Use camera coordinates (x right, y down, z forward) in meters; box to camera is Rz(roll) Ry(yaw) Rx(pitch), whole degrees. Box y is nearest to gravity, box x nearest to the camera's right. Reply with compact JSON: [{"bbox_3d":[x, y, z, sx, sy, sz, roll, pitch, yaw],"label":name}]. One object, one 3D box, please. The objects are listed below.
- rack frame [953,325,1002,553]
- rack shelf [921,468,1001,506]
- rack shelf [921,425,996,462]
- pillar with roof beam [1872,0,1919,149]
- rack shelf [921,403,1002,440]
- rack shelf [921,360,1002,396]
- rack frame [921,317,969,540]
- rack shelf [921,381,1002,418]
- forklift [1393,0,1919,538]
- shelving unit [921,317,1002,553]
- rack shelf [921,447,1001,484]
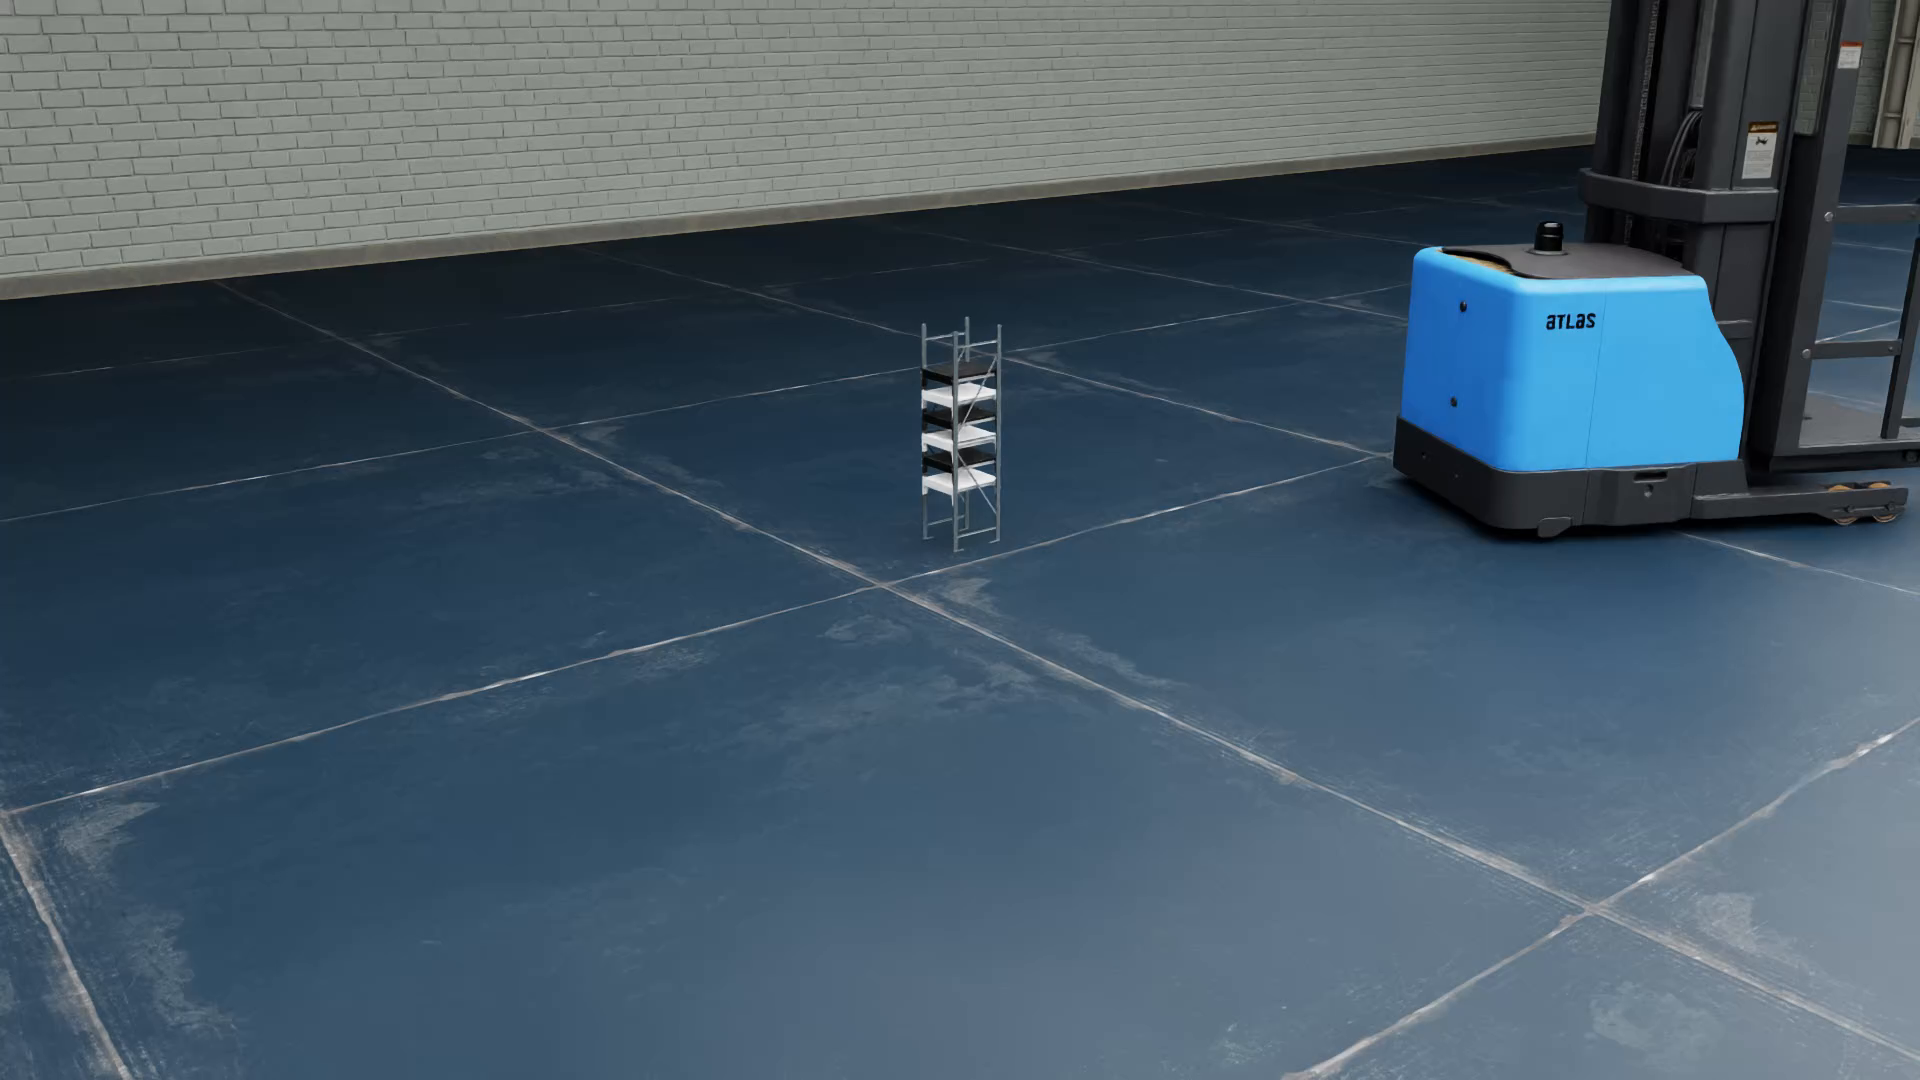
[{"bbox_3d":[0.068,-0.400,6.639,0.240,0.900,0.006,-14,23,-36],"label":"rack frame"},{"bbox_3d":[0.005,-0.223,6.782,0.258,0.077,0.200,-14,23,-36],"label":"rack shelf"},{"bbox_3d":[0.005,-0.394,6.725,0.258,0.077,0.200,-14,23,-36],"label":"rack shelf"},{"bbox_3d":[9.989,-9.066,19.925,9.100,9.000,0.400,-14,23,-36],"label":"pillar with roof beam"},{"bbox_3d":[0.005,-0.479,6.697,0.258,0.077,0.200,-14,23,-36],"label":"rack shelf"},{"bbox_3d":[0.005,-0.650,6.641,0.258,0.077,0.200,-14,23,-36],"label":"rack shelf"},{"bbox_3d":[-0.058,-0.450,6.791,0.240,0.900,0.006,-14,23,-36],"label":"rack frame"},{"bbox_3d":[0.005,-0.564,6.669,0.258,0.077,0.200,-14,23,-36],"label":"rack shelf"},{"bbox_3d":[3.561,-1.614,7.075,3.031,2.935,1.130,-4,19,-11],"label":"forklift"},{"bbox_3d":[0.005,-0.425,6.715,0.258,0.900,0.210,-14,23,-36],"label":"shelving unit"},{"bbox_3d":[0.005,-0.308,6.754,0.258,0.077,0.200,-14,23,-36],"label":"rack shelf"}]
